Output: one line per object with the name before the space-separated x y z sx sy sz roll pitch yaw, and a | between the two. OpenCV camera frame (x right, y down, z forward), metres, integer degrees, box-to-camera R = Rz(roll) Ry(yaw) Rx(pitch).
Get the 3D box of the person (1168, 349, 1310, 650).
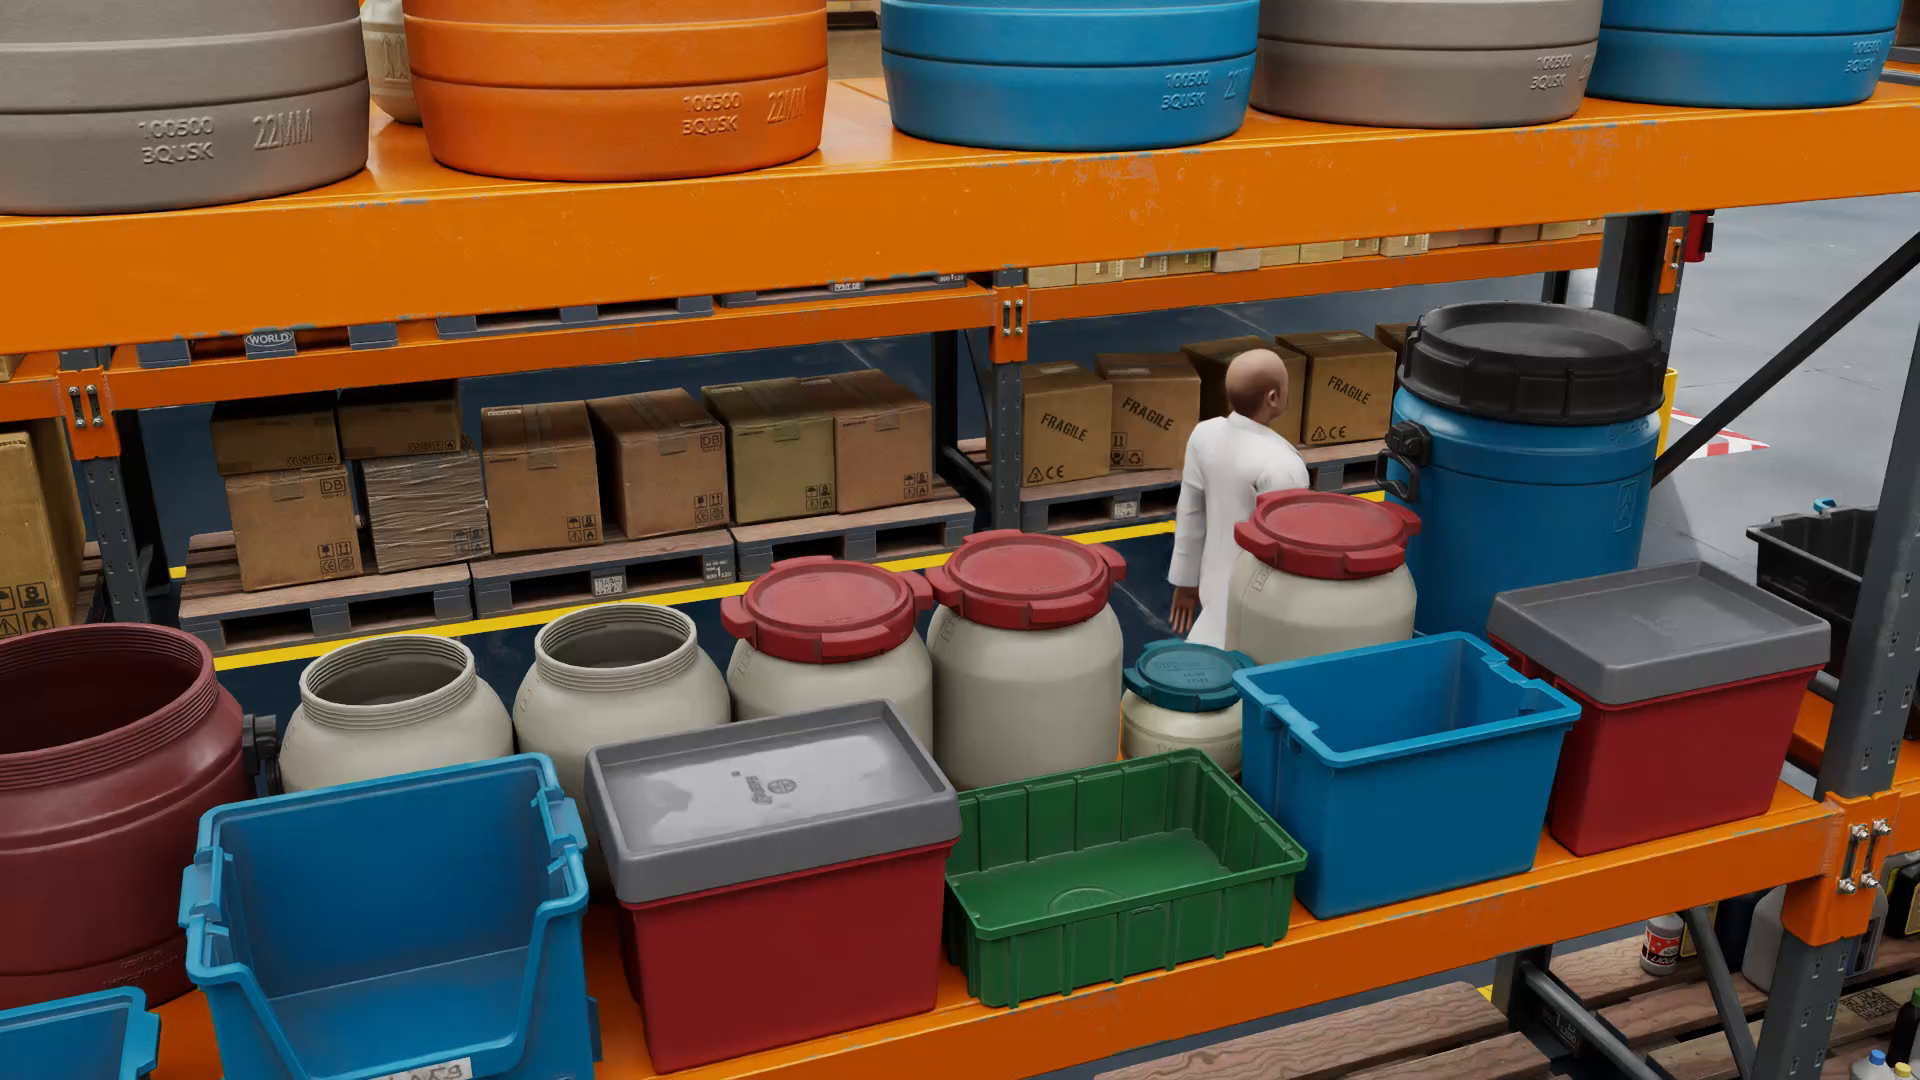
person | 1.001 0.193 5.635 1.151 1.726 0.576 -7 23 -16
